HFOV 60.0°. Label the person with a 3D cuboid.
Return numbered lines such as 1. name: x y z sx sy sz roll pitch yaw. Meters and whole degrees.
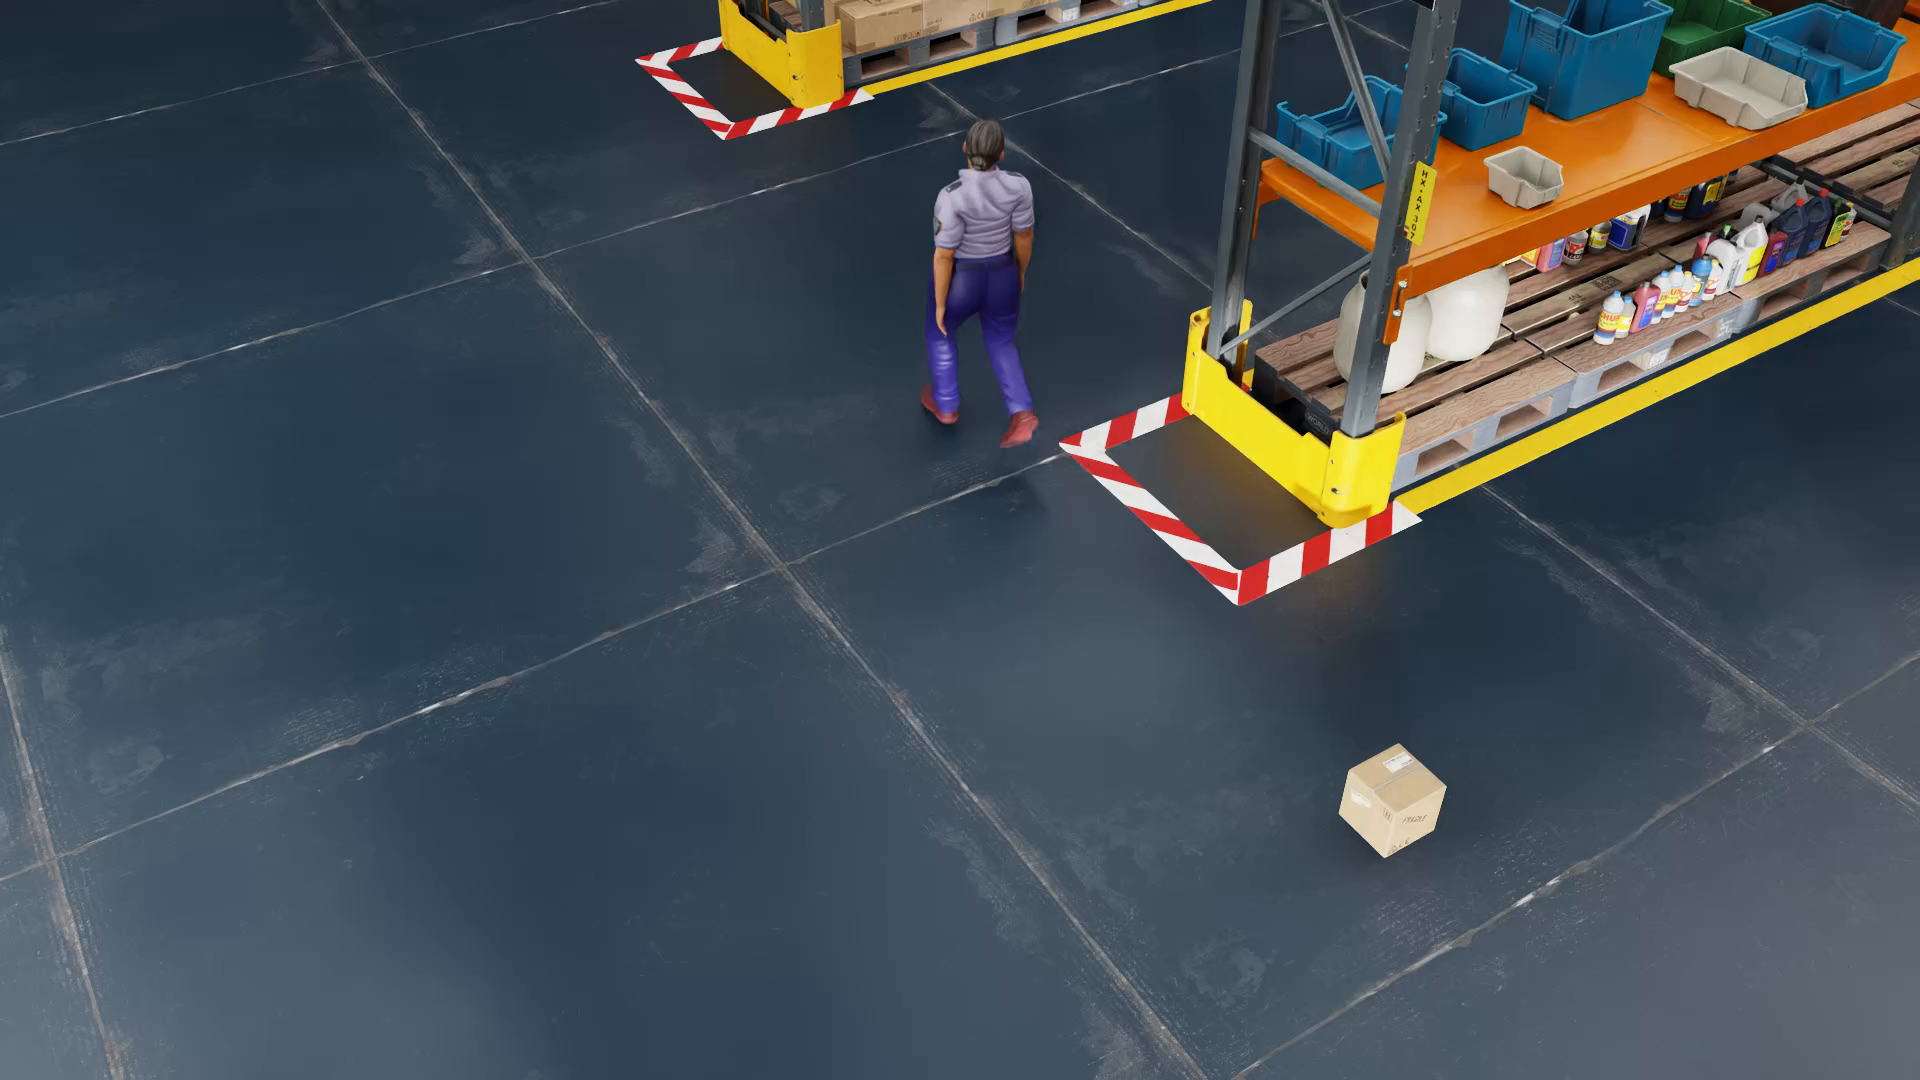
1. person: 0.099 -1.132 7.457 0.490 1.596 0.776 -15 43 -17
